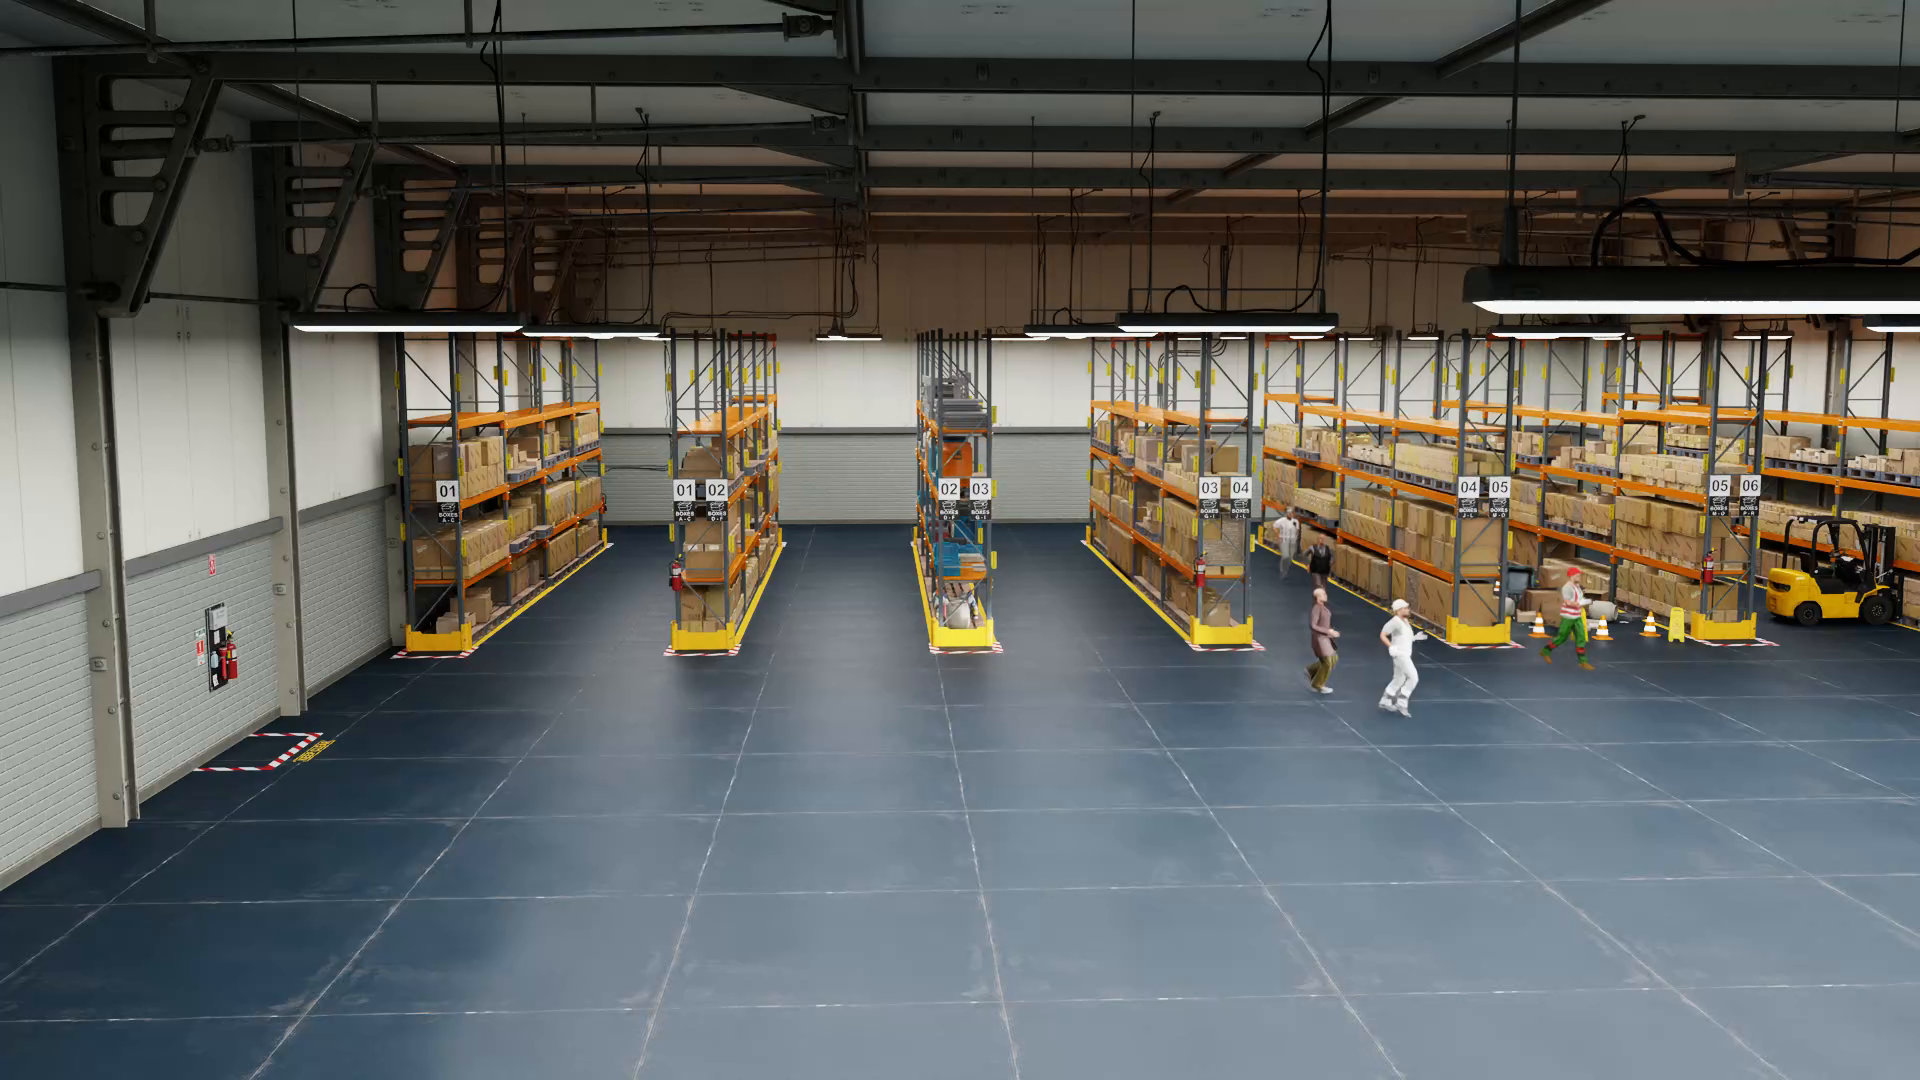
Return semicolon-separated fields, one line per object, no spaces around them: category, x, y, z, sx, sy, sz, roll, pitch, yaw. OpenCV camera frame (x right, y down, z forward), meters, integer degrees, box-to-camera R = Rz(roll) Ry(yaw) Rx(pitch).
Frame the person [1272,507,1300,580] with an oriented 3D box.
person;7.998;0.085;40.544;0.633;1.805;0.727;-1;7;-10

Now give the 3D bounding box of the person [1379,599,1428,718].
person;6.829;1.825;25.640;0.699;1.825;0.633;3;7;25

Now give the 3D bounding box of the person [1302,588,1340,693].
person;5.941;1.649;27.301;0.660;1.727;0.705;3;7;24

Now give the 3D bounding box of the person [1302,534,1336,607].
person;7.597;0.737;35.086;0.649;1.758;0.834;-2;7;-13

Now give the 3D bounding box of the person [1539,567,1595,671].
person;10.713;1.360;29.225;0.663;1.782;0.995;-7;9;-44
